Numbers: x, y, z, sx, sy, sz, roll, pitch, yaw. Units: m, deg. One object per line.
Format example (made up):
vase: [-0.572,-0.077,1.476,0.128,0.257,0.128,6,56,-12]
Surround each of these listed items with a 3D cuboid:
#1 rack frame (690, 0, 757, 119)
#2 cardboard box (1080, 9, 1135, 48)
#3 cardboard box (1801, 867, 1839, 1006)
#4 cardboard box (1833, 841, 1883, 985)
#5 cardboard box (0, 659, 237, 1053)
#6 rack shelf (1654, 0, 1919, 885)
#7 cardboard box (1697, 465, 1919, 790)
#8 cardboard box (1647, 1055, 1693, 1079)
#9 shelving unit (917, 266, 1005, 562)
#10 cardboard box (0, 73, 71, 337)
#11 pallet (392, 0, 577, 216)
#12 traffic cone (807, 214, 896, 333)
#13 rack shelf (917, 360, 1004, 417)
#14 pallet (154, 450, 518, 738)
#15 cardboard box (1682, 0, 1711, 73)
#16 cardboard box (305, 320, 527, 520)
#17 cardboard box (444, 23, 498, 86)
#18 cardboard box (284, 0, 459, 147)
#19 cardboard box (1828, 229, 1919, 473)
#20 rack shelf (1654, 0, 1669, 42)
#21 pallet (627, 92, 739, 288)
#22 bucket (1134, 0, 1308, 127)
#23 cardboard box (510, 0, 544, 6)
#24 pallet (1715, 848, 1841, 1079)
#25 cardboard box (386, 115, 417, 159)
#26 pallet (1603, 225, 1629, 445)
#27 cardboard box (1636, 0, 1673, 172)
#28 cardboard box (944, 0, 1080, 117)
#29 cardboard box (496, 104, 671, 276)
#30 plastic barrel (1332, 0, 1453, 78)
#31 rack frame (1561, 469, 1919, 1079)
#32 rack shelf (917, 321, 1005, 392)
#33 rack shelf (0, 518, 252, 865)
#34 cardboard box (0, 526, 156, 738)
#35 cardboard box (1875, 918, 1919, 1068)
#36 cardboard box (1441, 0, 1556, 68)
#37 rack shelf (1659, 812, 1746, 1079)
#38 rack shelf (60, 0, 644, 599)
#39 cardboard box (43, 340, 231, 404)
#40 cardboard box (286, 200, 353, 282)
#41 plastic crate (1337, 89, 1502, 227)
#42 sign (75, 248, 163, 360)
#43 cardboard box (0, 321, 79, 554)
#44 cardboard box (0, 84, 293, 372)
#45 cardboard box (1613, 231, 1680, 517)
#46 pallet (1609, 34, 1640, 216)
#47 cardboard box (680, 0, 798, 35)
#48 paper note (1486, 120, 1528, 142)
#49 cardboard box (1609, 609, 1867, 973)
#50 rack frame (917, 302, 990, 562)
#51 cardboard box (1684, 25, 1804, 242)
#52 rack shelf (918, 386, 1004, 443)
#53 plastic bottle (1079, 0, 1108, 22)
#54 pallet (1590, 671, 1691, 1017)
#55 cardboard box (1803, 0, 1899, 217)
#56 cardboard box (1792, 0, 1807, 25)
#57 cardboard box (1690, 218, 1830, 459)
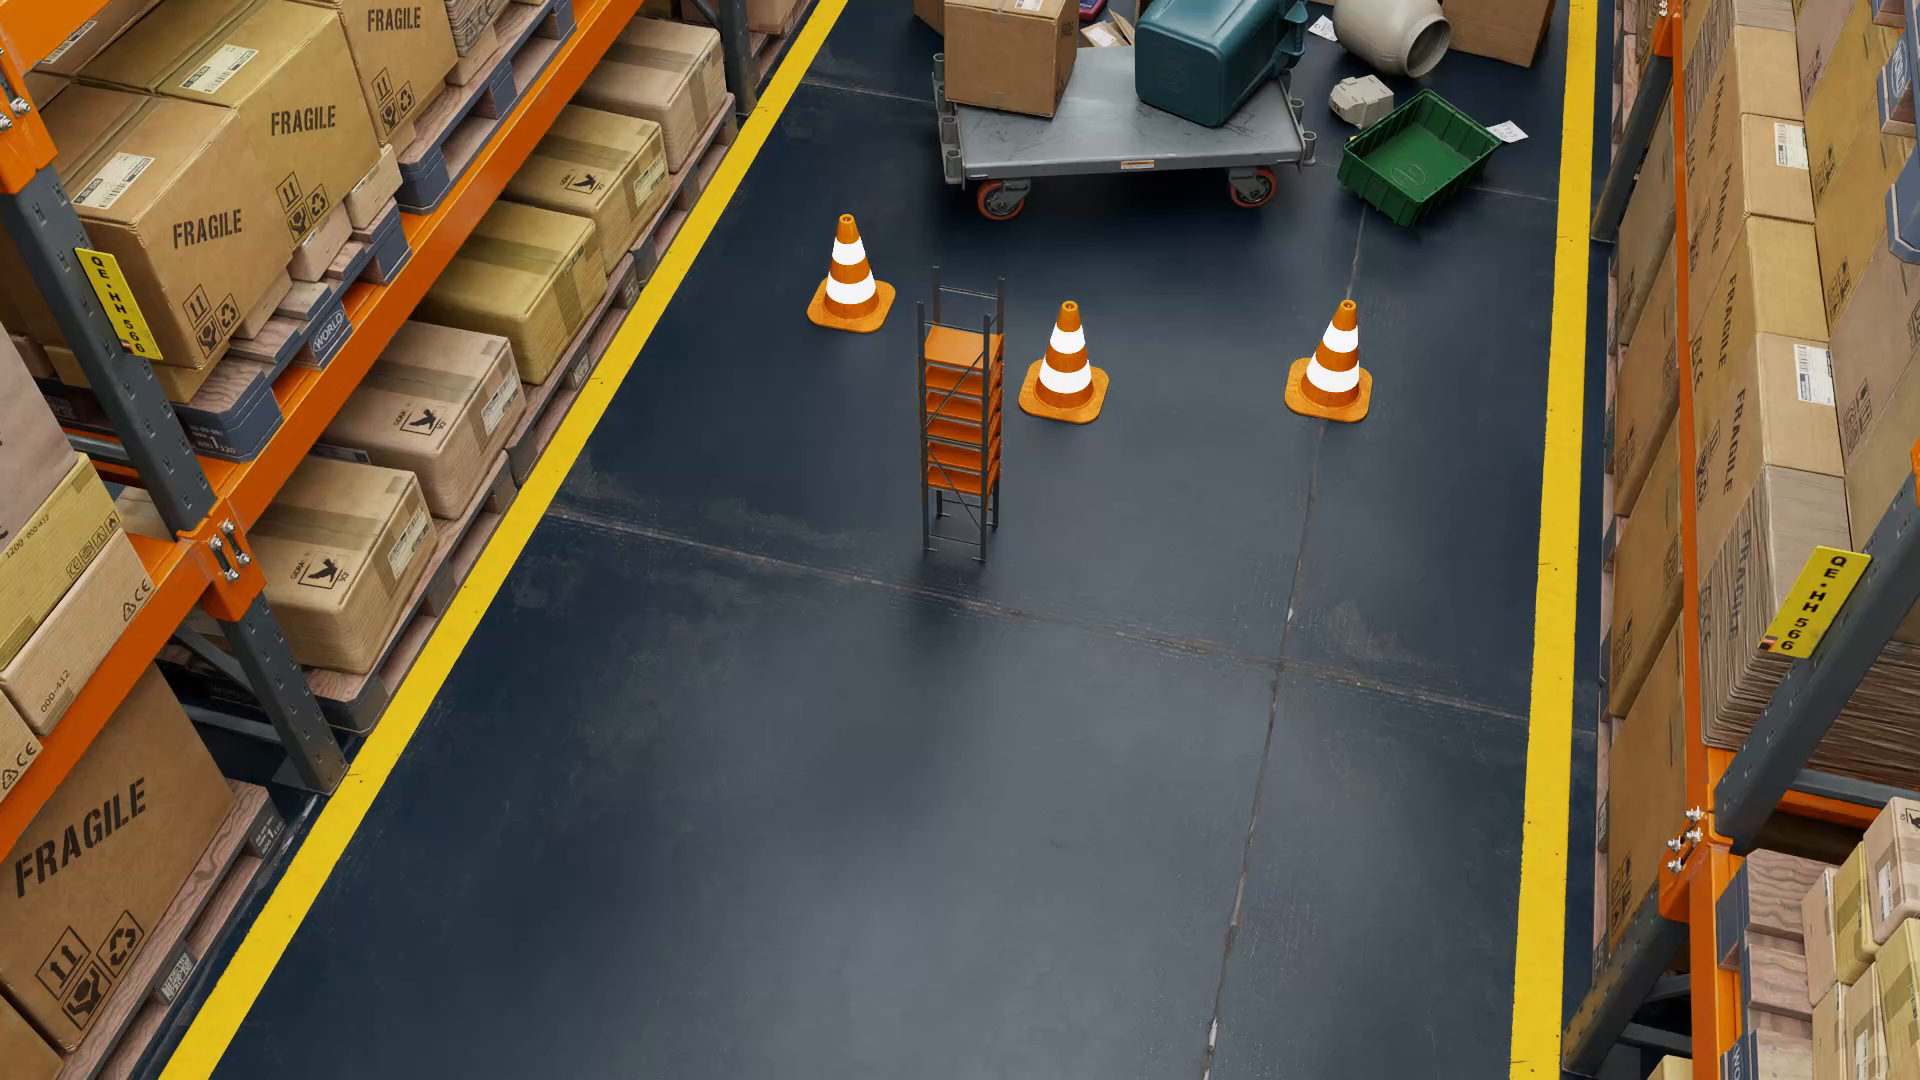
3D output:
rack frame: [-1.489,-3.177,7.053,1.000,3.000,0.127,12,50,10]
cardboard box: [0.796,-2.438,8.225,0.258,0.266,0.396,-19,51,-16]
cardboard box: [1.947,0.848,3.388,0.380,0.149,0.250,11,49,10]
cardboard box: [1.939,0.776,3.254,0.380,0.149,0.250,14,50,12]
cardboard box: [-2.804,0.764,4.712,0.875,0.875,0.875,11,50,10]
rack shelf: [2.786,-0.588,5.249,1.077,0.370,4.000,12,50,10]
cardboard box: [2.119,0.208,3.999,0.500,0.500,0.500,12,50,10]
cardboard box: [1.845,1.511,3.803,0.500,0.250,0.500,10,49,8]
shelving unit: [0.004,-0.407,5.809,0.258,1.200,0.189,12,50,10]
cardboard box: [-2.691,-0.938,4.532,0.500,0.500,0.500,10,49,9]
pallet: [-2.061,-1.660,5.842,1.003,0.211,1.213,12,50,10]
traffic cone: [-0.465,-1.164,6.969,0.336,0.463,0.334,12,50,10]
rack shelf: [0.004,-0.537,5.663,0.258,0.103,0.180,12,50,10]
pallet: [-2.335,0.074,6.044,1.003,0.211,1.213,12,50,10]
cardboard box: [2.915,-1.979,5.929,0.500,0.500,0.500,12,50,10]
cardboard box: [-2.197,-0.495,6.159,0.950,0.372,0.625,11,49,9]
cardboard box: [-1.805,-1.697,5.635,0.380,0.149,0.250,13,50,11]
cardboard box: [-1.937,-1.598,5.114,0.500,0.500,0.500,12,50,11]
cardboard box: [2.519,-0.433,3.898,0.700,0.500,0.500,11,49,9]
rack shelf: [3.839,-3.482,7.802,1.077,0.370,4.000,12,50,10]
pallet: [-1.693,-1.691,7.601,1.003,0.211,1.213,12,50,10]
bucket: [1.124,-2.246,7.401,0.726,0.611,0.620,28,64,22]
cardboard box: [-1.641,-2.071,5.965,0.380,0.149,0.250,12,50,10]
pallet: [2.175,1.220,3.300,1.213,0.211,1.003,12,50,10]
cardboard box: [-1.974,-1.309,5.292,0.380,0.149,0.250,14,50,12]
pallet: [3.182,-0.777,6.795,1.003,0.211,1.213,12,50,10]
cardboard box: [3.546,-2.150,7.284,0.875,0.875,0.875,12,50,11]
cardboard box: [0.236,-2.271,7.416,0.500,0.500,0.500,12,50,10]
cardboard box: [-1.811,-1.546,7.086,0.950,0.372,0.625,14,50,12]
plastic barrel: [2.131,-2.544,8.213,0.421,0.421,0.512,-27,54,-22]
rack frame: [2.260,0.620,3.702,1.000,3.000,0.127,12,50,10]
rack shelf: [0.004,-0.616,5.573,0.258,0.103,0.180,12,50,10]
rack shelf: [-3.069,1.401,3.493,1.077,0.370,4.000,12,50,10]
cardboard box: [-2.425,0.183,4.188,0.500,0.250,0.500,10,49,9]
cardboard box: [1.883,0.858,2.982,0.380,0.149,0.250,10,49,9]
cardboard box: [2.731,-2.772,8.362,0.500,0.500,0.500,19,51,16]
rack shelf: [1.733,2.305,2.695,1.077,0.370,4.000,12,50,10]
rack shelf: [-2.016,-1.492,6.046,1.077,0.370,4.000,12,50,10]
cardboard box: [-2.277,-0.538,4.611,0.380,0.149,0.250,9,49,8]
cardboard box: [-2.054,-0.925,4.953,0.380,0.149,0.250,9,49,8]
plastic crate: [2.094,-1.746,7.627,0.662,0.188,0.450,-37,68,-28]
sign: [-2.006,-0.560,3.971,0.100,0.325,0.005,12,50,10]
cardboard box: [-2.426,-0.222,3.712,0.500,0.500,0.500,10,49,9]
cardboard box: [-2.201,-0.834,4.440,0.500,0.500,0.500,10,49,9]
cardboard box: [2.978,-0.504,5.914,1.050,0.750,0.750,12,50,10]
pallet: [3.588,-1.885,7.773,1.003,0.211,1.213,12,50,10]
cardboard box: [-1.074,-2.779,8.256,0.500,0.250,0.500,10,49,8]
paper note: [2.616,-1.956,7.955,0.147,0.020,0.142,-19,51,-16]
cardboard box: [2.507,0.803,4.761,1.050,0.750,0.750,11,49,10]
rack frame: [-0.020,-0.341,5.751,0.240,1.200,0.006,12,50,10]
cardboard box: [2.648,-1.252,5.288,0.500,0.500,0.500,11,50,10]
rack shelf: [0.004,-0.458,5.753,0.258,0.103,0.180,12,50,10]
plastic bottle: [0.659,-2.768,8.652,0.133,0.061,0.283,19,51,16]
pallet: [2.540,0.987,5.238,1.003,0.211,1.213,12,50,10]
cardboard box: [2.787,-1.174,4.552,0.700,0.500,0.500,11,50,10]
cardboard box: [3.054,-1.904,5.197,0.700,0.500,0.500,11,49,9]
cardboard box: [2.384,-0.514,4.636,0.500,0.500,0.500,11,49,9]
